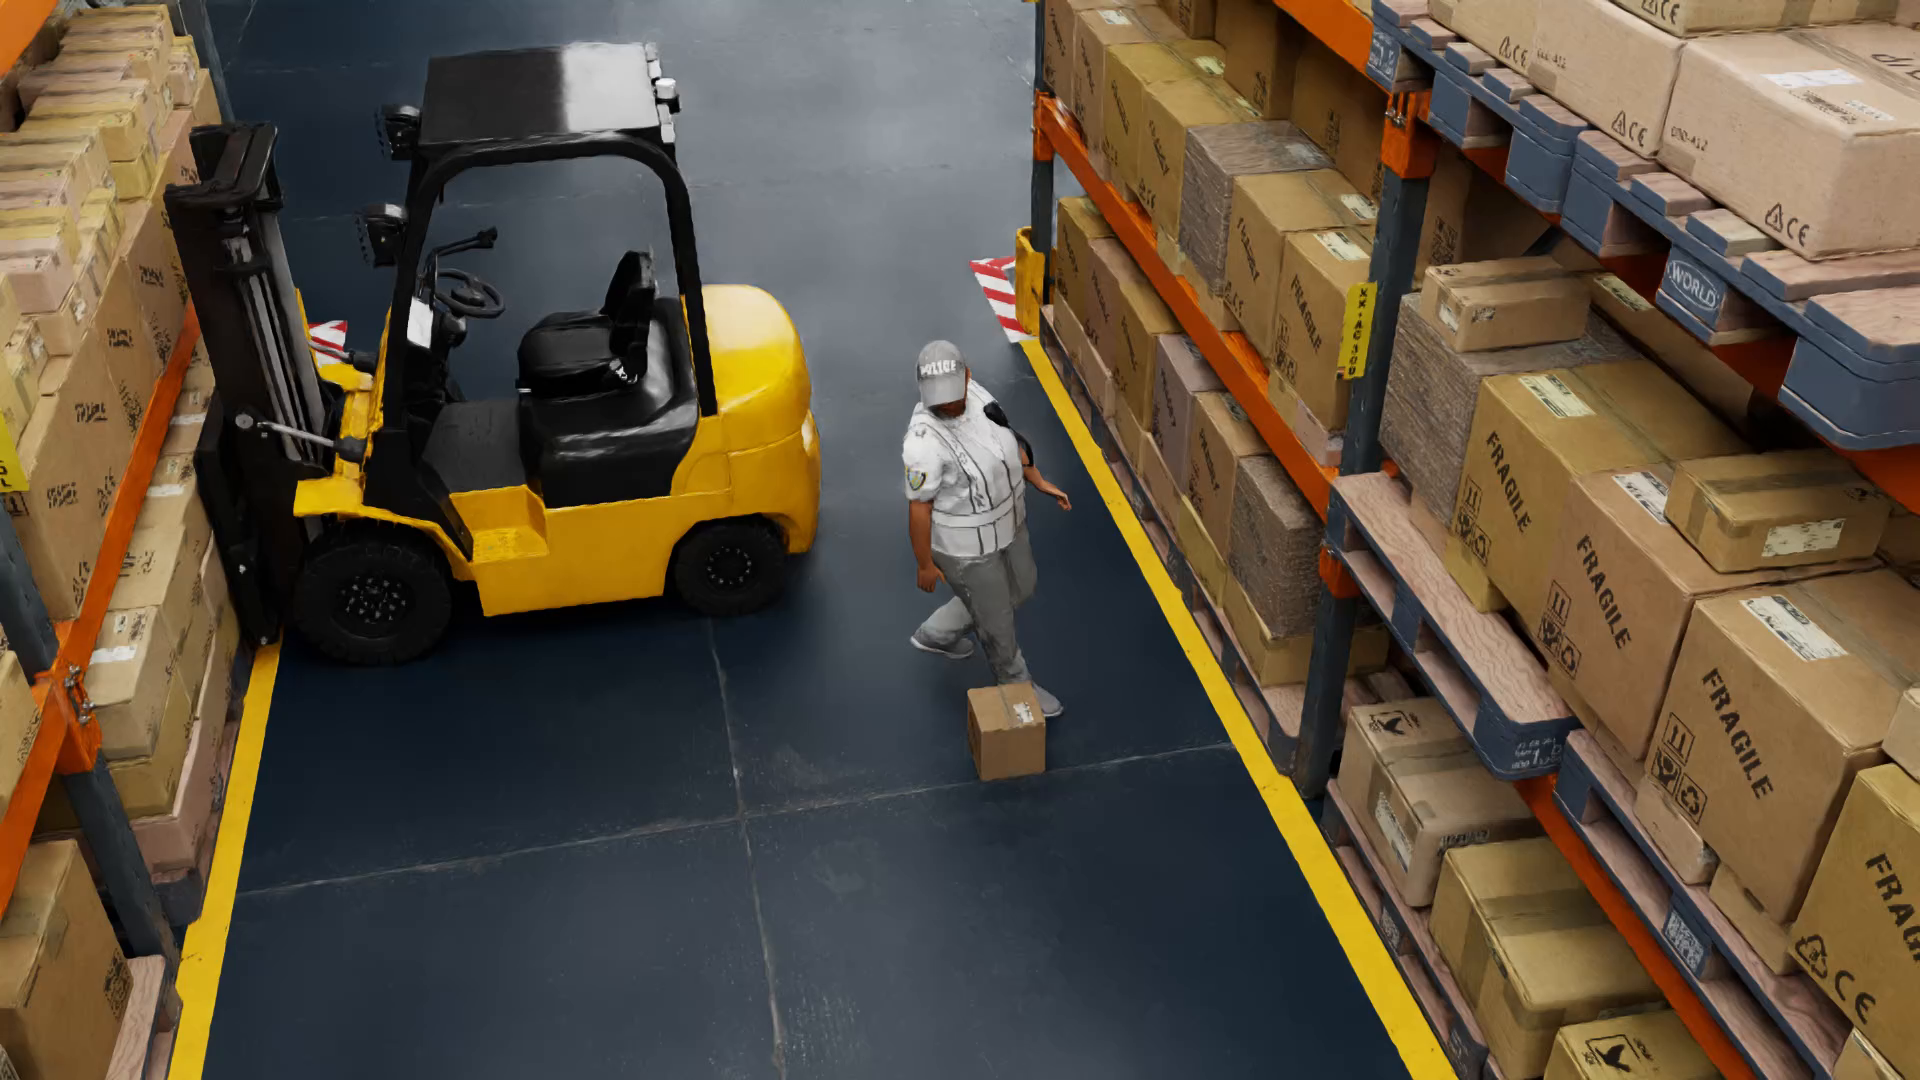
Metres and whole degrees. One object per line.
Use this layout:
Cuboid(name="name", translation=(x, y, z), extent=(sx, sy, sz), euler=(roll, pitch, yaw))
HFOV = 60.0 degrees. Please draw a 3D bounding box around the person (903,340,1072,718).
Cuboid(name="person", translation=(0.099, -0.032, 6.227), extent=(0.640, 1.641, 0.567), euler=(12, 36, 16))
